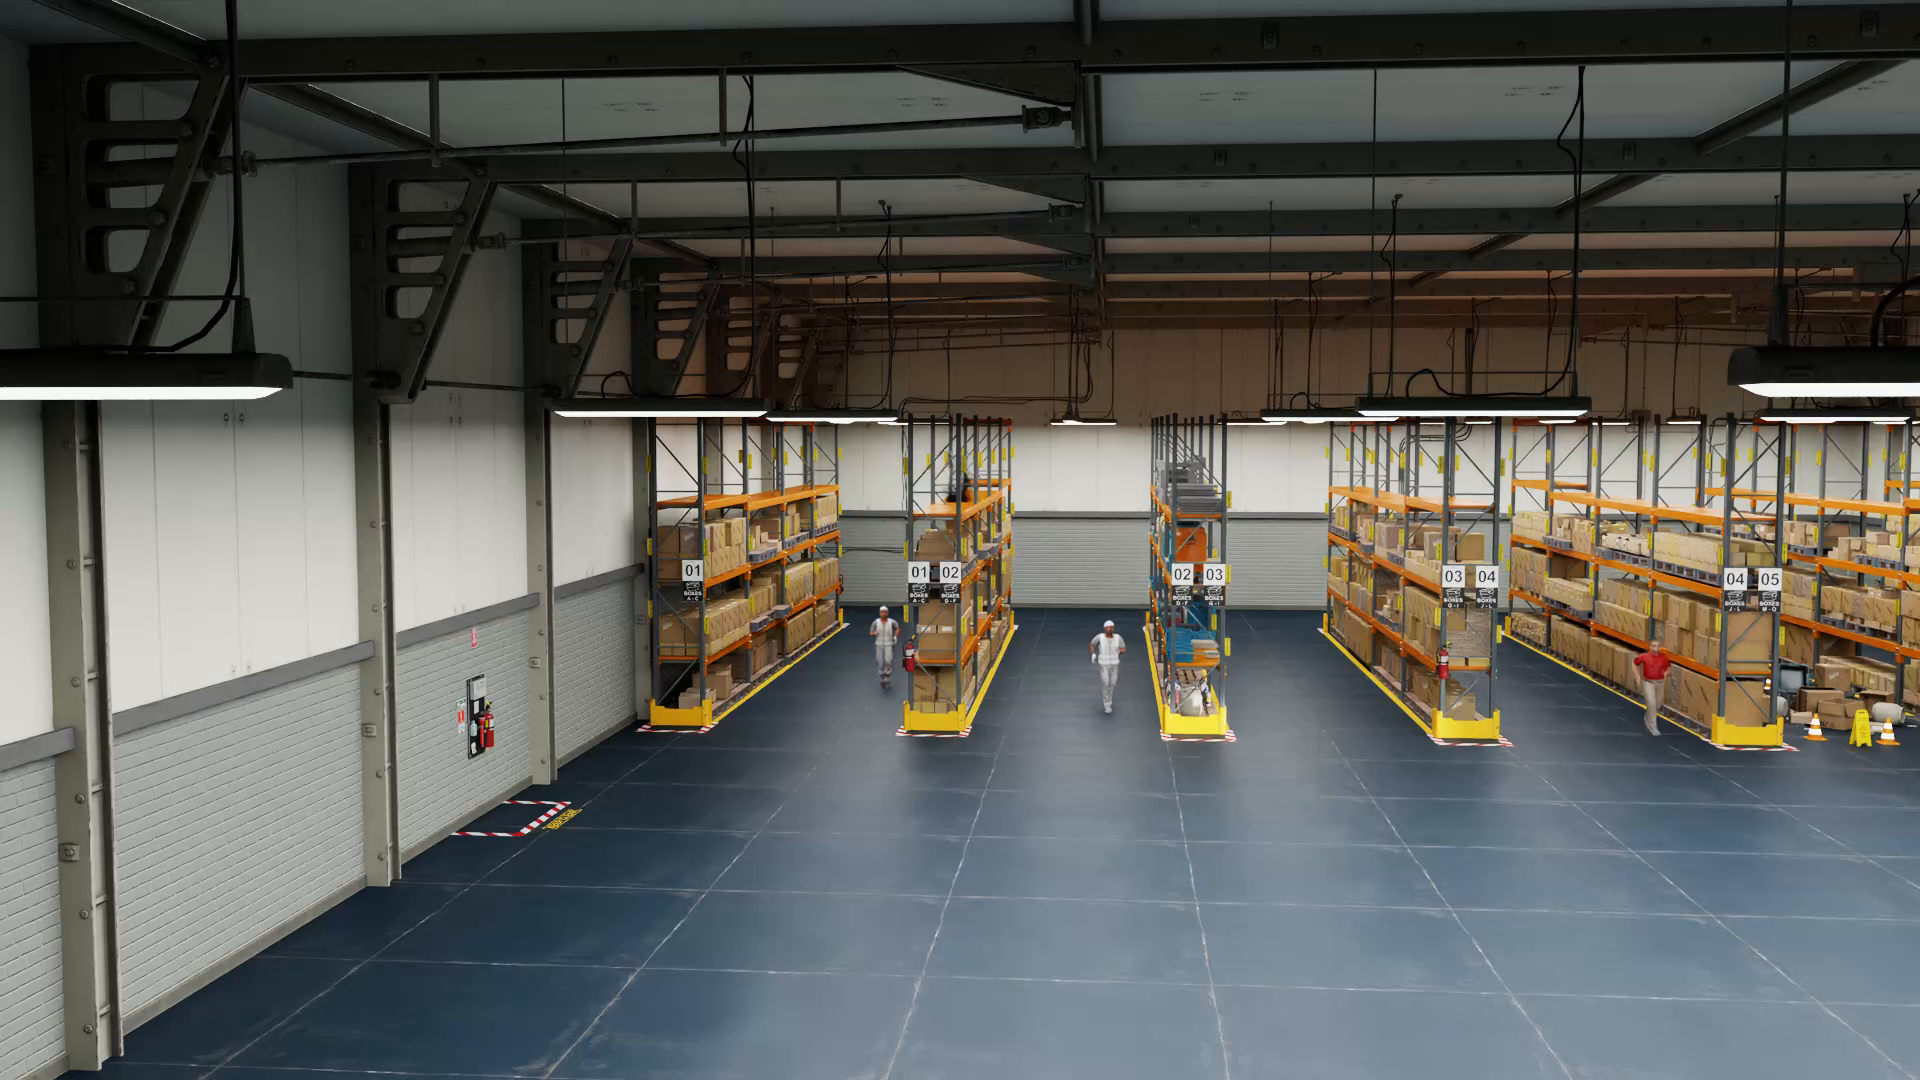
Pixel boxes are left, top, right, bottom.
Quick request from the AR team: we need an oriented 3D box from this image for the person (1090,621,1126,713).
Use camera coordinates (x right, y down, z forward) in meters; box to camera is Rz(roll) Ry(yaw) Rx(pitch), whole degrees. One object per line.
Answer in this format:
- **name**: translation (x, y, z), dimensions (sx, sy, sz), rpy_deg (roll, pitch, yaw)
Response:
- **person**: translation (3.019, 2.542, 33.739), dimensions (0.671, 1.819, 0.897), rpy_deg (-1, 4, -10)

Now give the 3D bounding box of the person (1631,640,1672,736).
- **person**: translation (13.008, 2.741, 31.209), dimensions (0.662, 1.740, 0.912), rpy_deg (0, 4, -3)

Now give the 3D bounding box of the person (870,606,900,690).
- **person**: translation (-1.665, 2.372, 36.566), dimensions (0.630, 1.832, 0.700), rpy_deg (0, 4, 3)
